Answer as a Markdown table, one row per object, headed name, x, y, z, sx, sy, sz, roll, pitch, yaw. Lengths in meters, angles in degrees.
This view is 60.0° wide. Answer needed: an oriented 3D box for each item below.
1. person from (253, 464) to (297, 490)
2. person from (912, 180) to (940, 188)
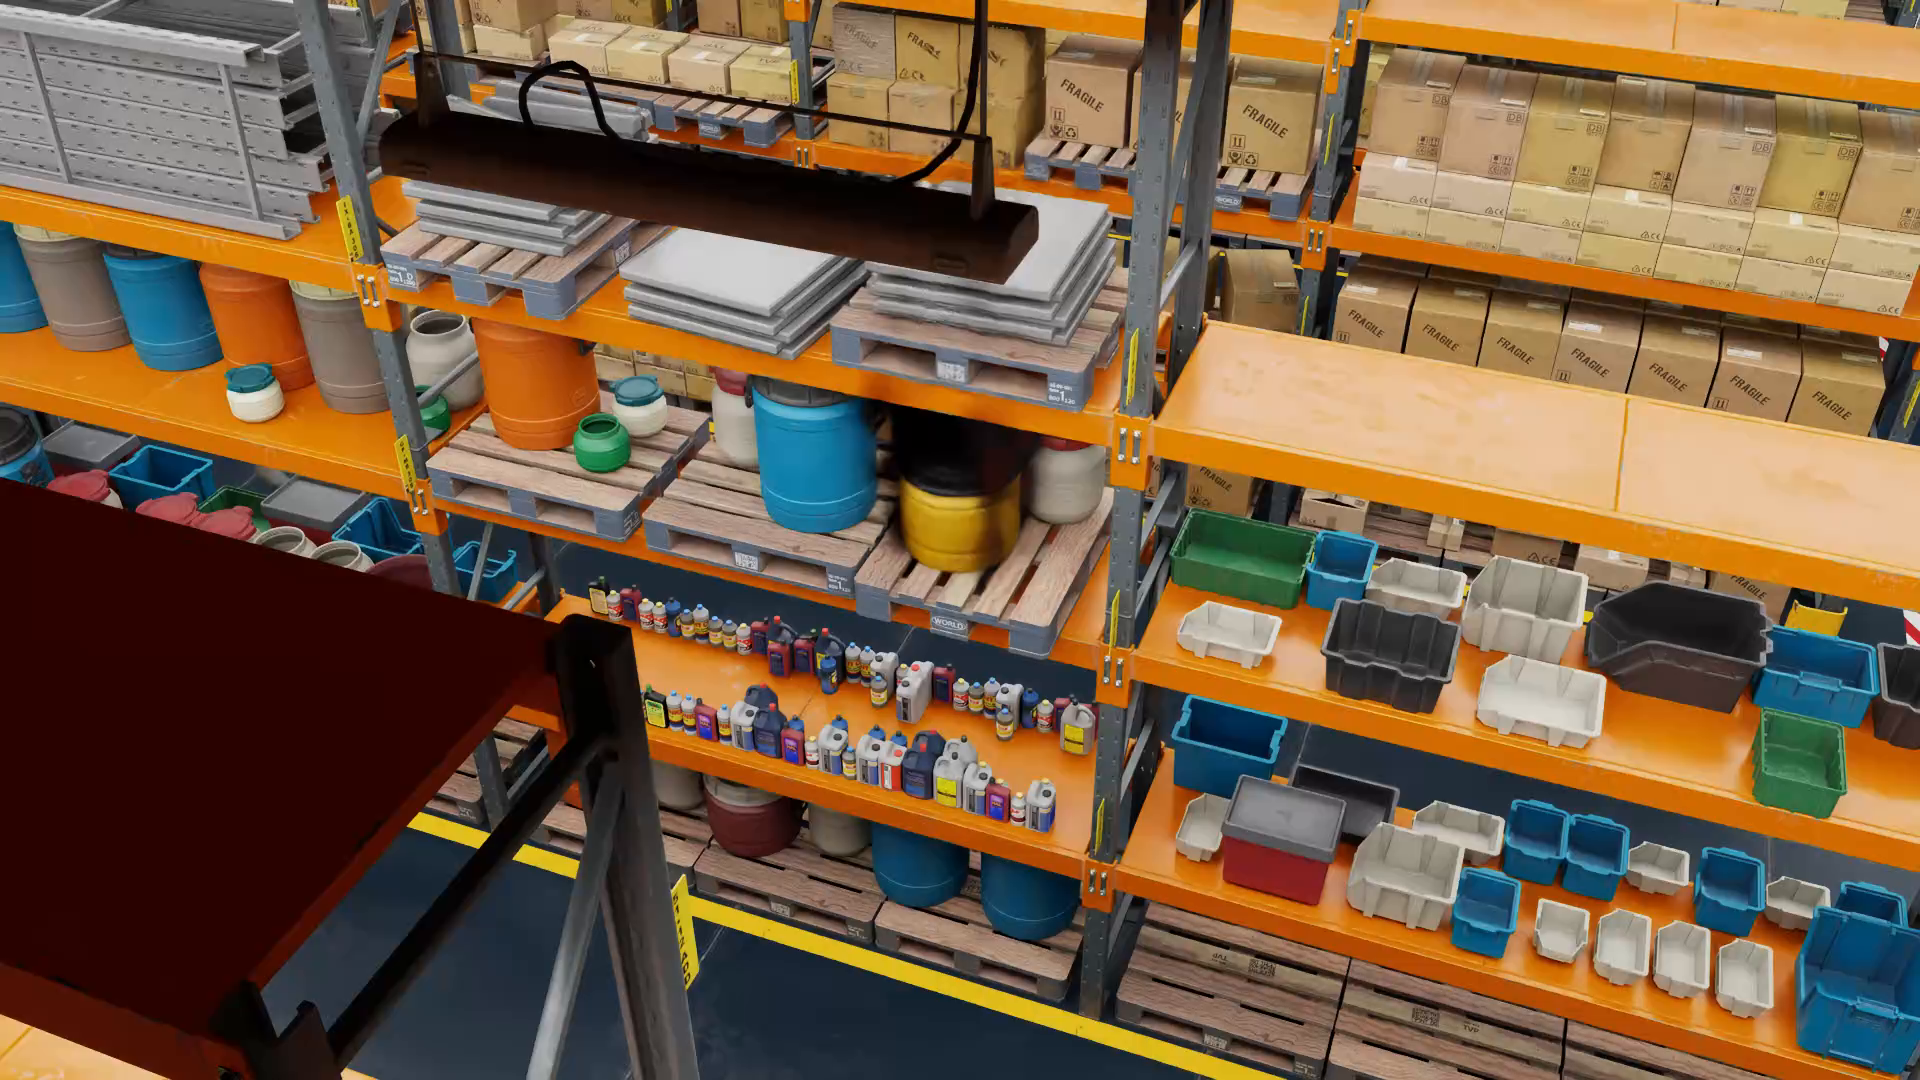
| name | x | y | z | sx | sy | sz | roll | pitch | yaw |
| --- | --- | --- | --- | --- | --- | --- | --- | --- | --- |
| person | -5.637 | -0.946 | 13.293 | 0.586 | 1.644 | 0.559 | 8 | 37 | 11 |
| person | -0.287 | -3.067 | 16.160 | 0.867 | 1.597 | 0.528 | 7 | 37 | 9 |
